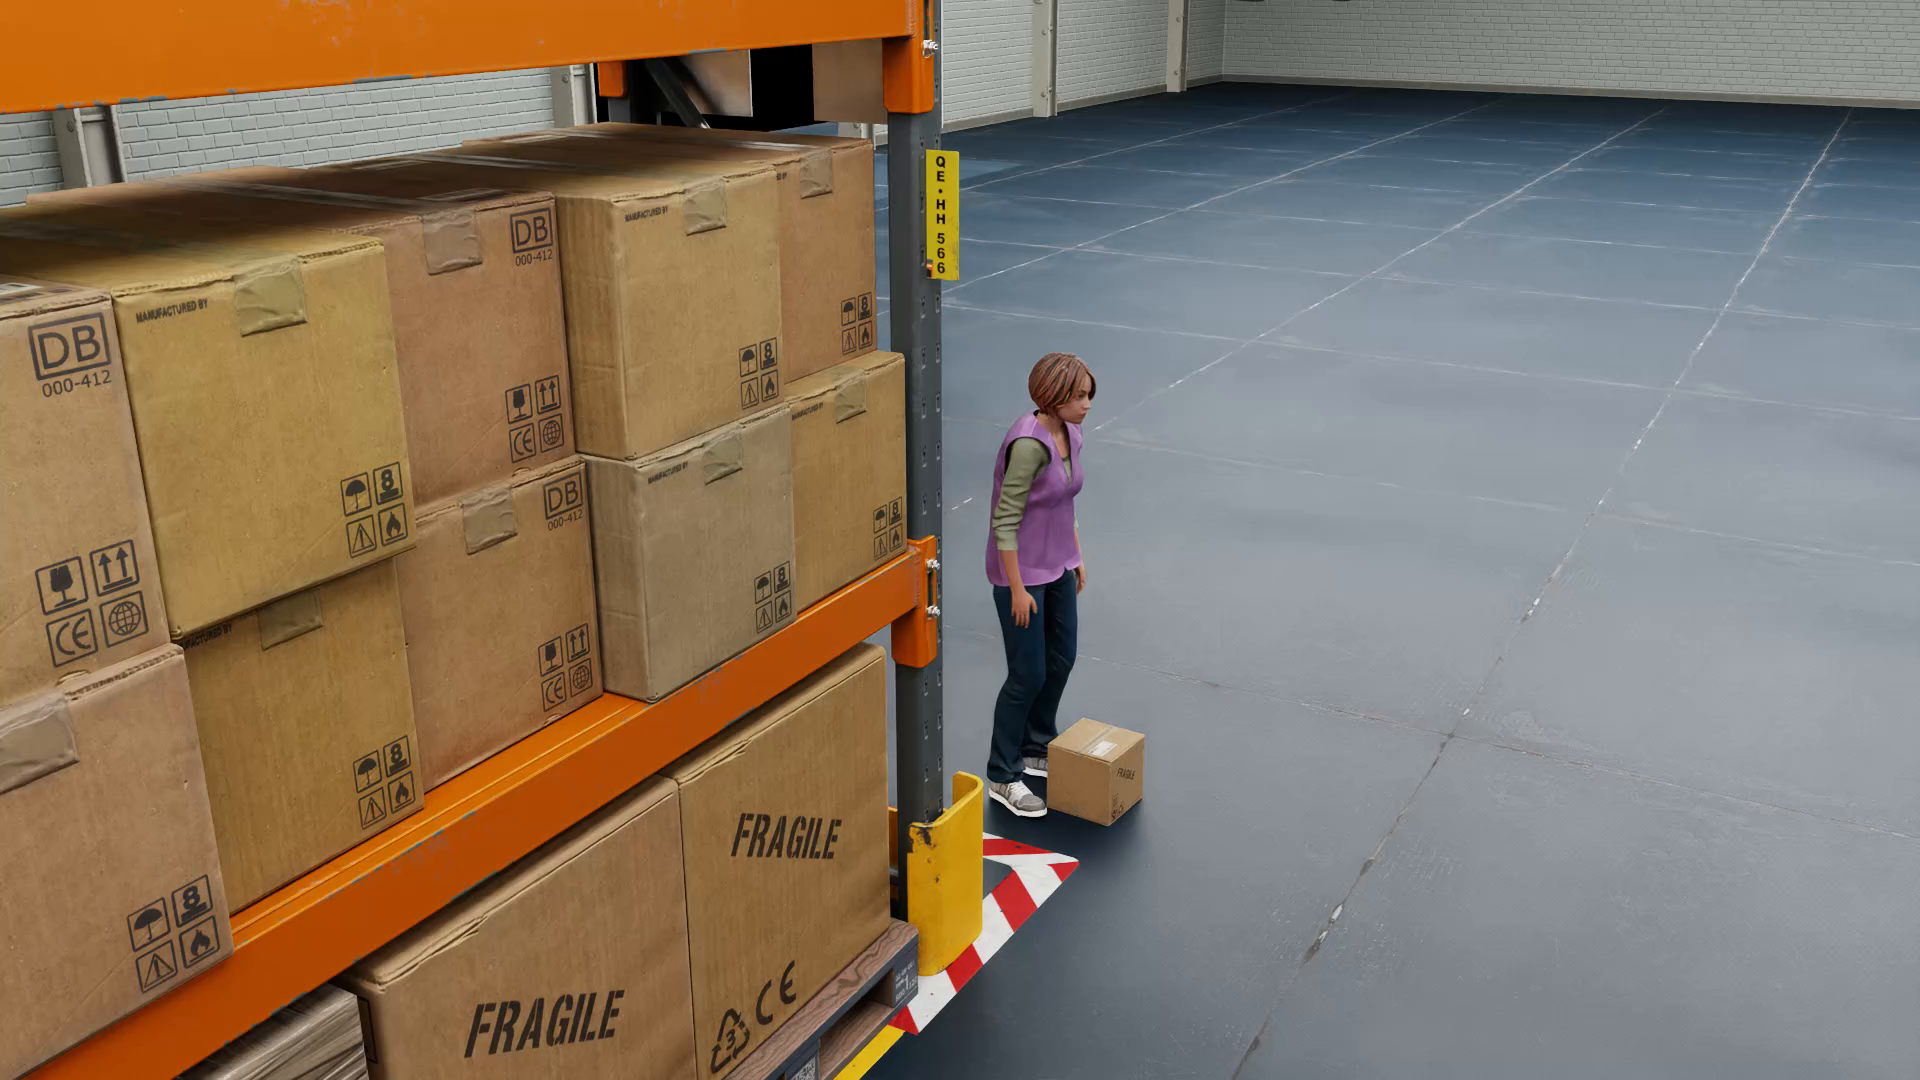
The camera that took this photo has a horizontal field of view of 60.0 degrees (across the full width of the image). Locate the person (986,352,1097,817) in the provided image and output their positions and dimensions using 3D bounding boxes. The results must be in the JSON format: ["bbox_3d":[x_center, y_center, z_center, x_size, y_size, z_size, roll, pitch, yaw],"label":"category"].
[{"bbox_3d":[0.275,0.133,5.716,0.347,1.593,0.477,12,23,31],"label":"person"}]
